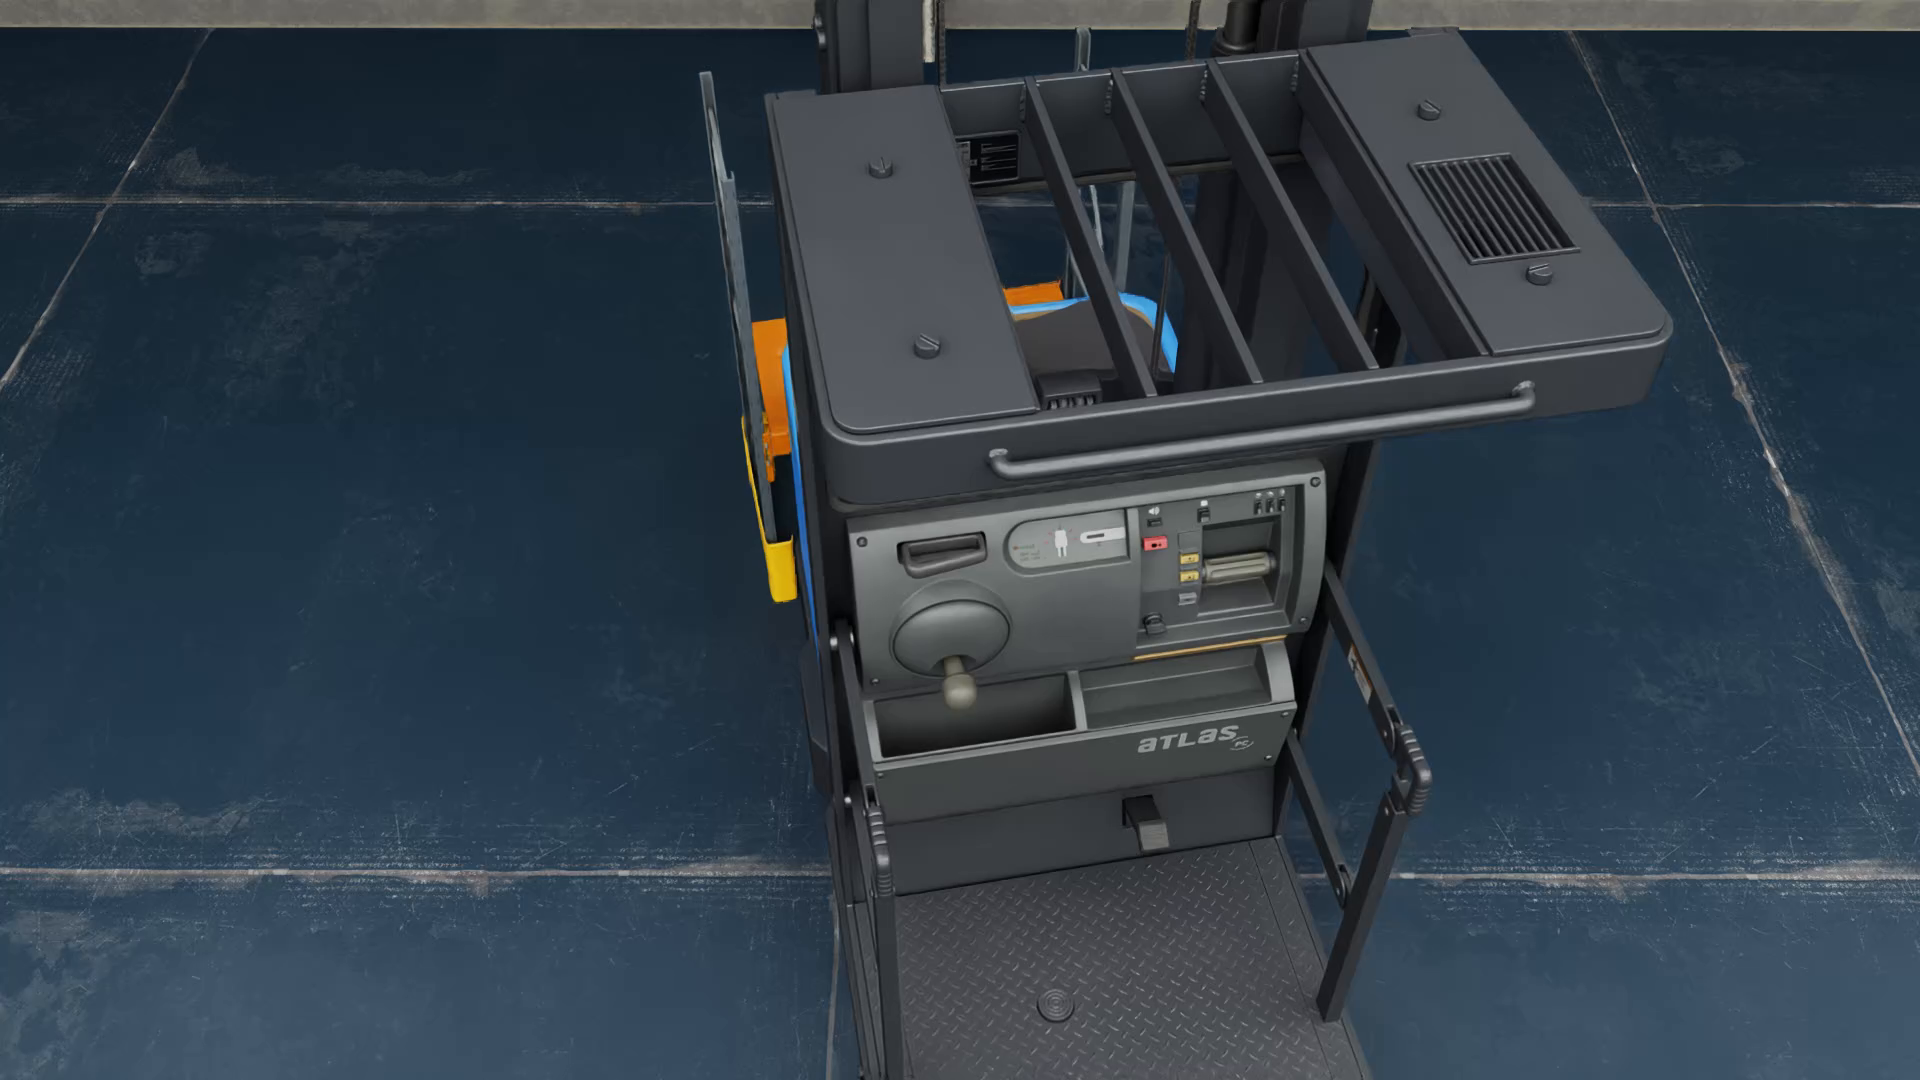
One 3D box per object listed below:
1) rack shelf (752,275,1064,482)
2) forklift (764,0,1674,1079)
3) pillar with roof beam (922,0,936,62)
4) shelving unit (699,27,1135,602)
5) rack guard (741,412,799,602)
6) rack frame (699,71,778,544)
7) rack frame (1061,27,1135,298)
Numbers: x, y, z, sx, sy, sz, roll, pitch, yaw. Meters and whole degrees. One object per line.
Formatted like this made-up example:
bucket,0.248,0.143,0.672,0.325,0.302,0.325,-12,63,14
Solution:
rack shelf,-0.115,-0.490,4.927,1.000,0.185,0.538,-9,48,-8
forklift,0.296,0.187,3.073,1.130,2.935,3.031,-8,48,-7
pillar with roof beam,-0.321,-2.089,1.047,0.400,9.000,9.100,0,47,0
shelving unit,-0.107,-0.614,4.797,1.083,1.500,0.587,-9,48,-8
rack guard,-0.593,-0.110,5.181,0.087,0.250,0.587,-9,48,-8
rack frame,-0.612,-0.532,4.721,0.032,1.500,0.500,-9,48,-8
rack frame,0.381,-0.693,4.871,0.032,1.500,0.500,-9,48,-8
